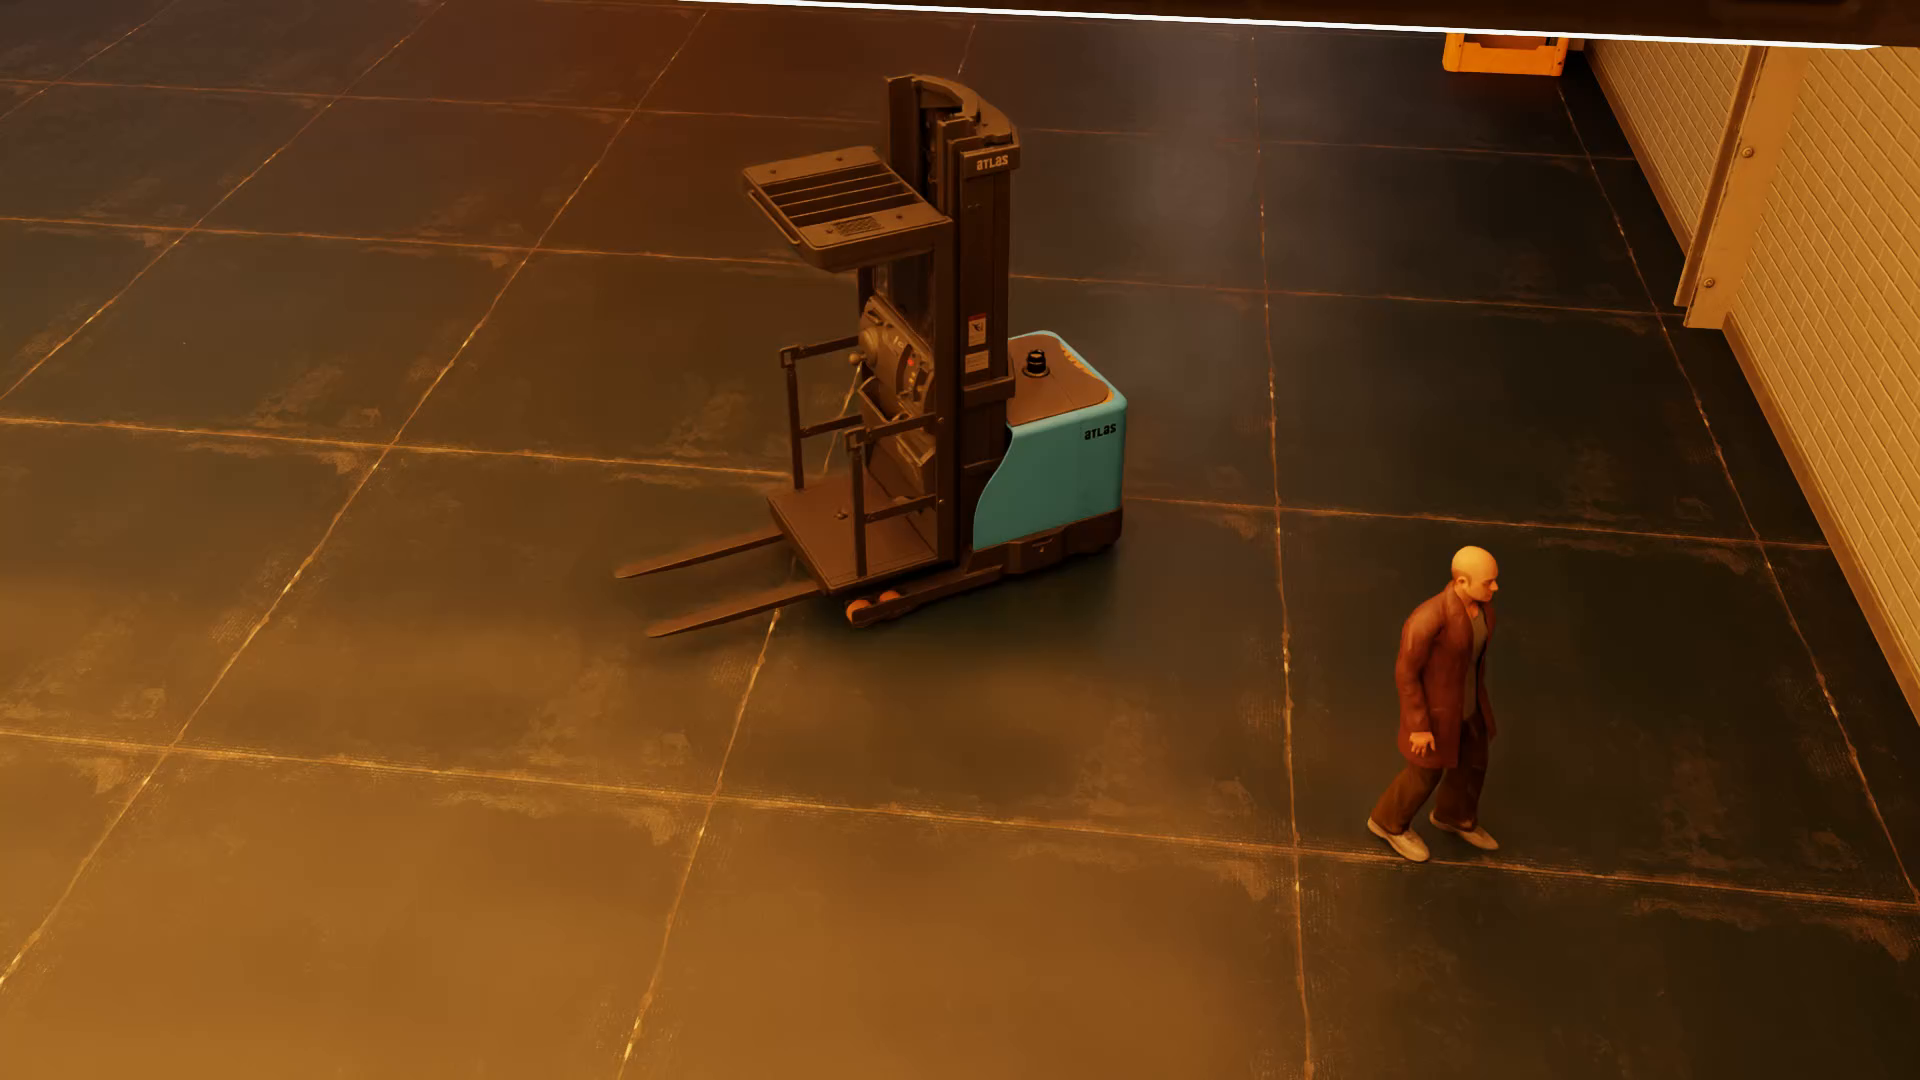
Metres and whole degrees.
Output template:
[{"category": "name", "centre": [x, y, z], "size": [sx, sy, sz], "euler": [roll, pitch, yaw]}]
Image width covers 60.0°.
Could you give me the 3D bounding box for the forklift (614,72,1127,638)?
[{"category": "forklift", "centre": [-0.549, -1.021, 9.415], "size": [3.031, 2.935, 1.130], "euler": [-16, 39, -21]}]

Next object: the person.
[{"category": "person", "centre": [2.366, 0.829, 7.921], "size": [0.680, 1.811, 0.548], "euler": [-27, 44, -31]}]
